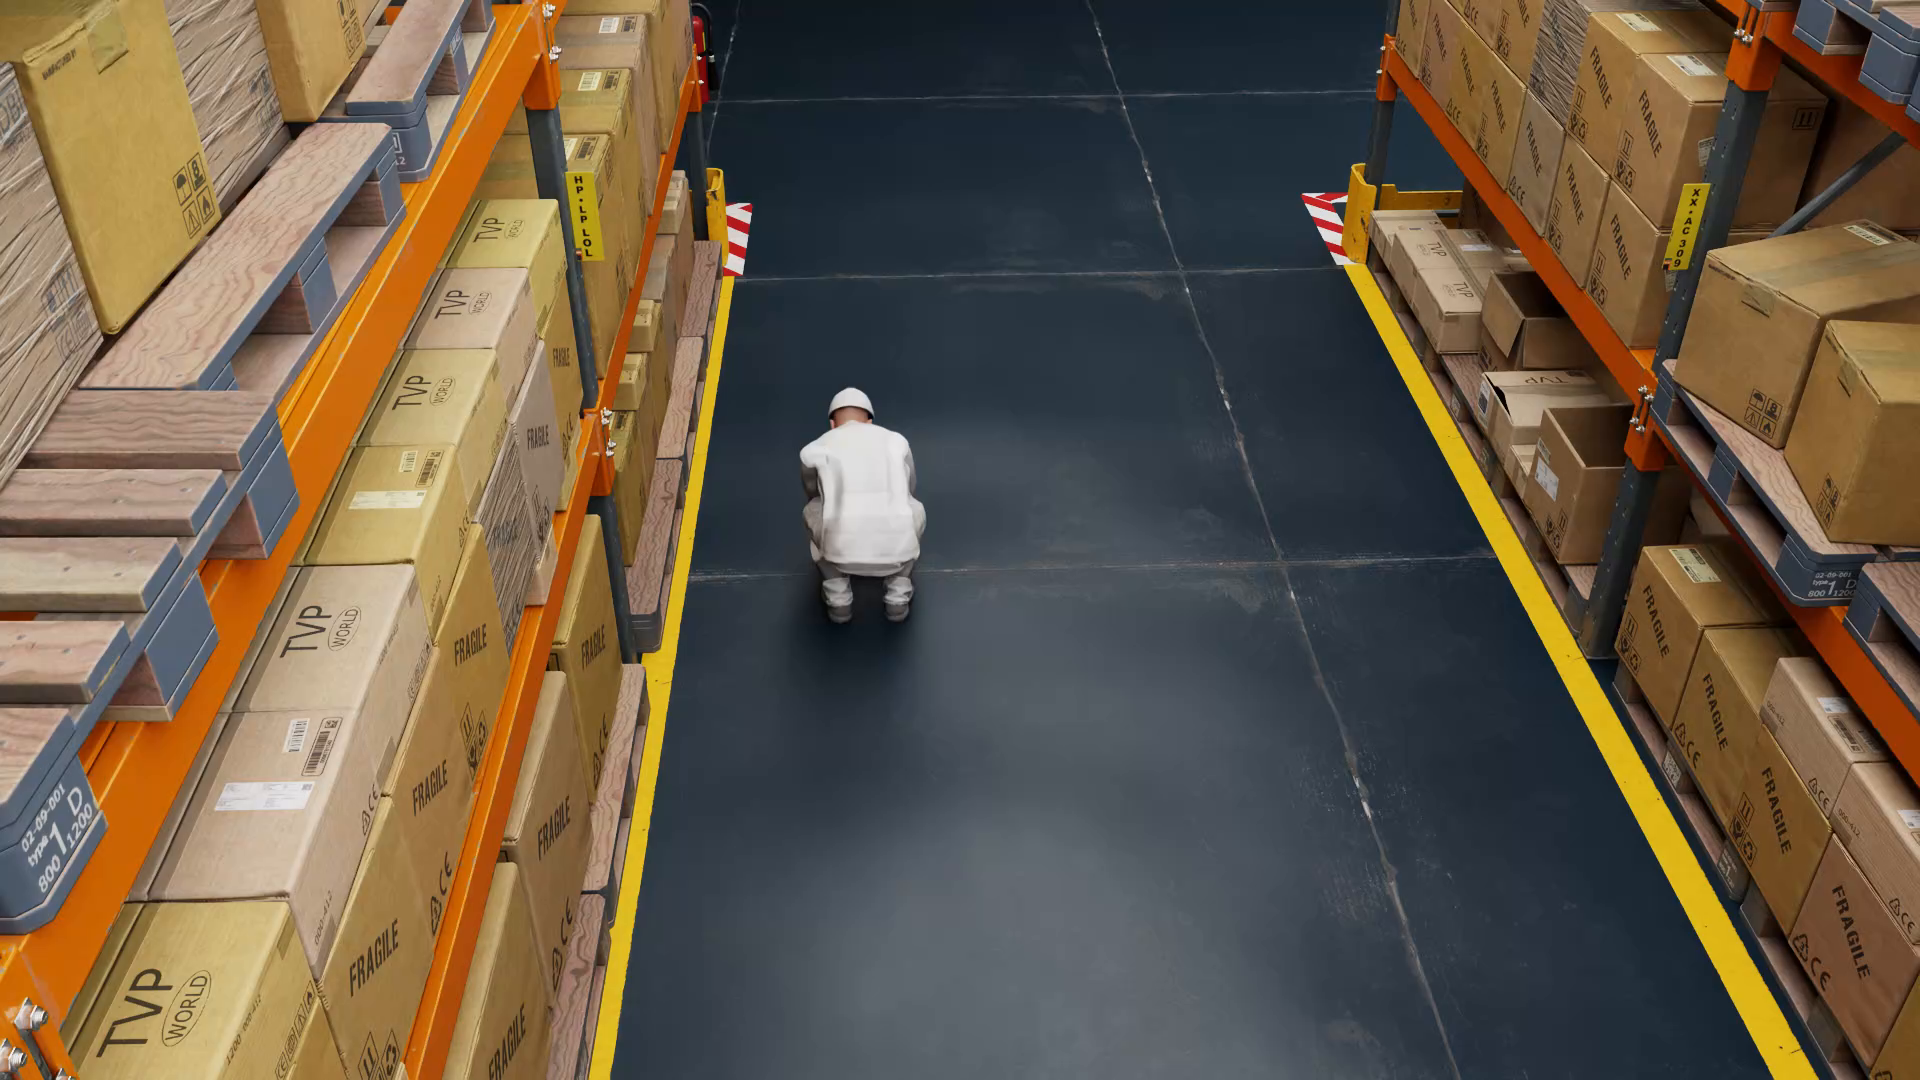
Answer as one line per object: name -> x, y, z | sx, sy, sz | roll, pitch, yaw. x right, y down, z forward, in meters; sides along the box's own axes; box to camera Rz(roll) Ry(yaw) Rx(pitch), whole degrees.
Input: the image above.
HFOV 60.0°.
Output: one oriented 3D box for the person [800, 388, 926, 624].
person -> -0.416, -0.095, 7.221 | 0.537, 0.874, 0.925 | -2, 35, -3
